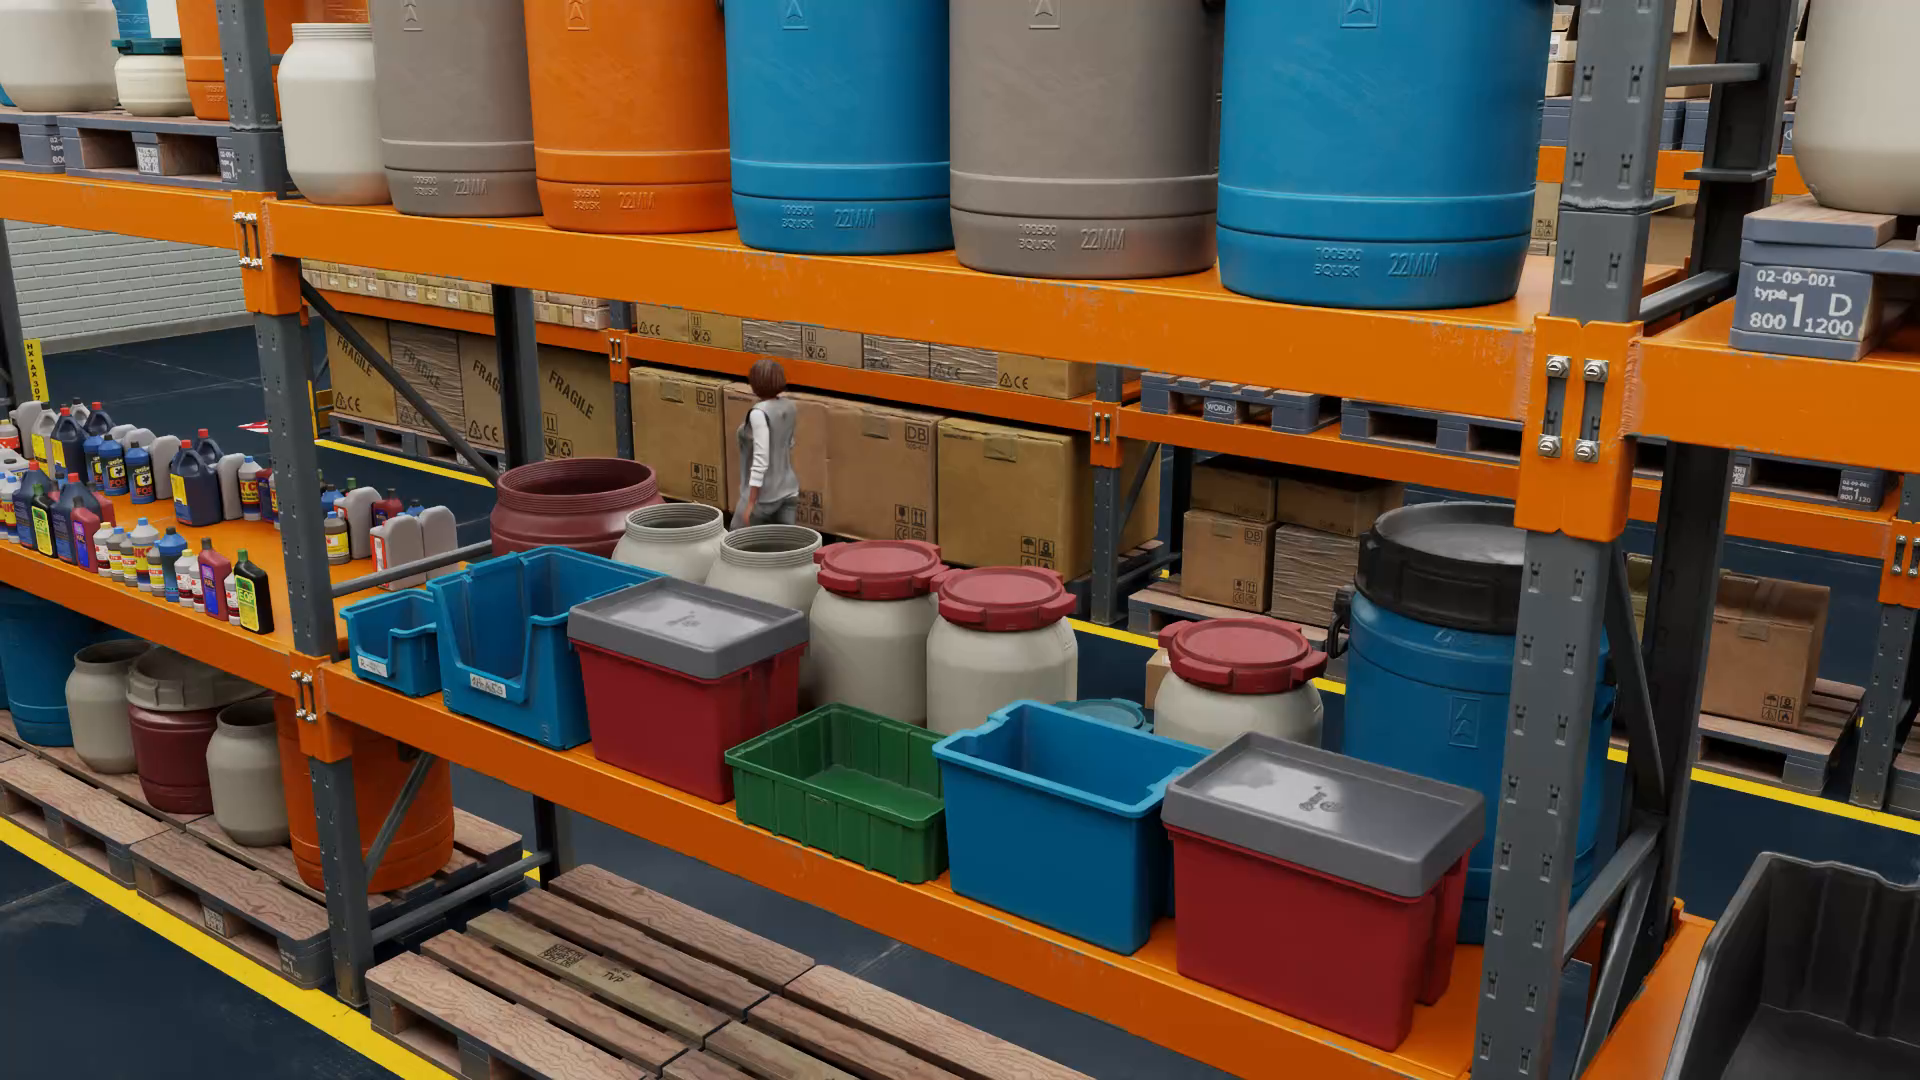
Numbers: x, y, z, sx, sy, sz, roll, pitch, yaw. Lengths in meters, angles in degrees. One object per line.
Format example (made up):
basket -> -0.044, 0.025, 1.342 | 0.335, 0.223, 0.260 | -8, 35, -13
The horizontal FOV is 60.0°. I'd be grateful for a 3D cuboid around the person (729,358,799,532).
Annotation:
person -> -1.163, -0.270, 9.433 | 0.814, 1.564, 0.519 | 11, 20, 33
